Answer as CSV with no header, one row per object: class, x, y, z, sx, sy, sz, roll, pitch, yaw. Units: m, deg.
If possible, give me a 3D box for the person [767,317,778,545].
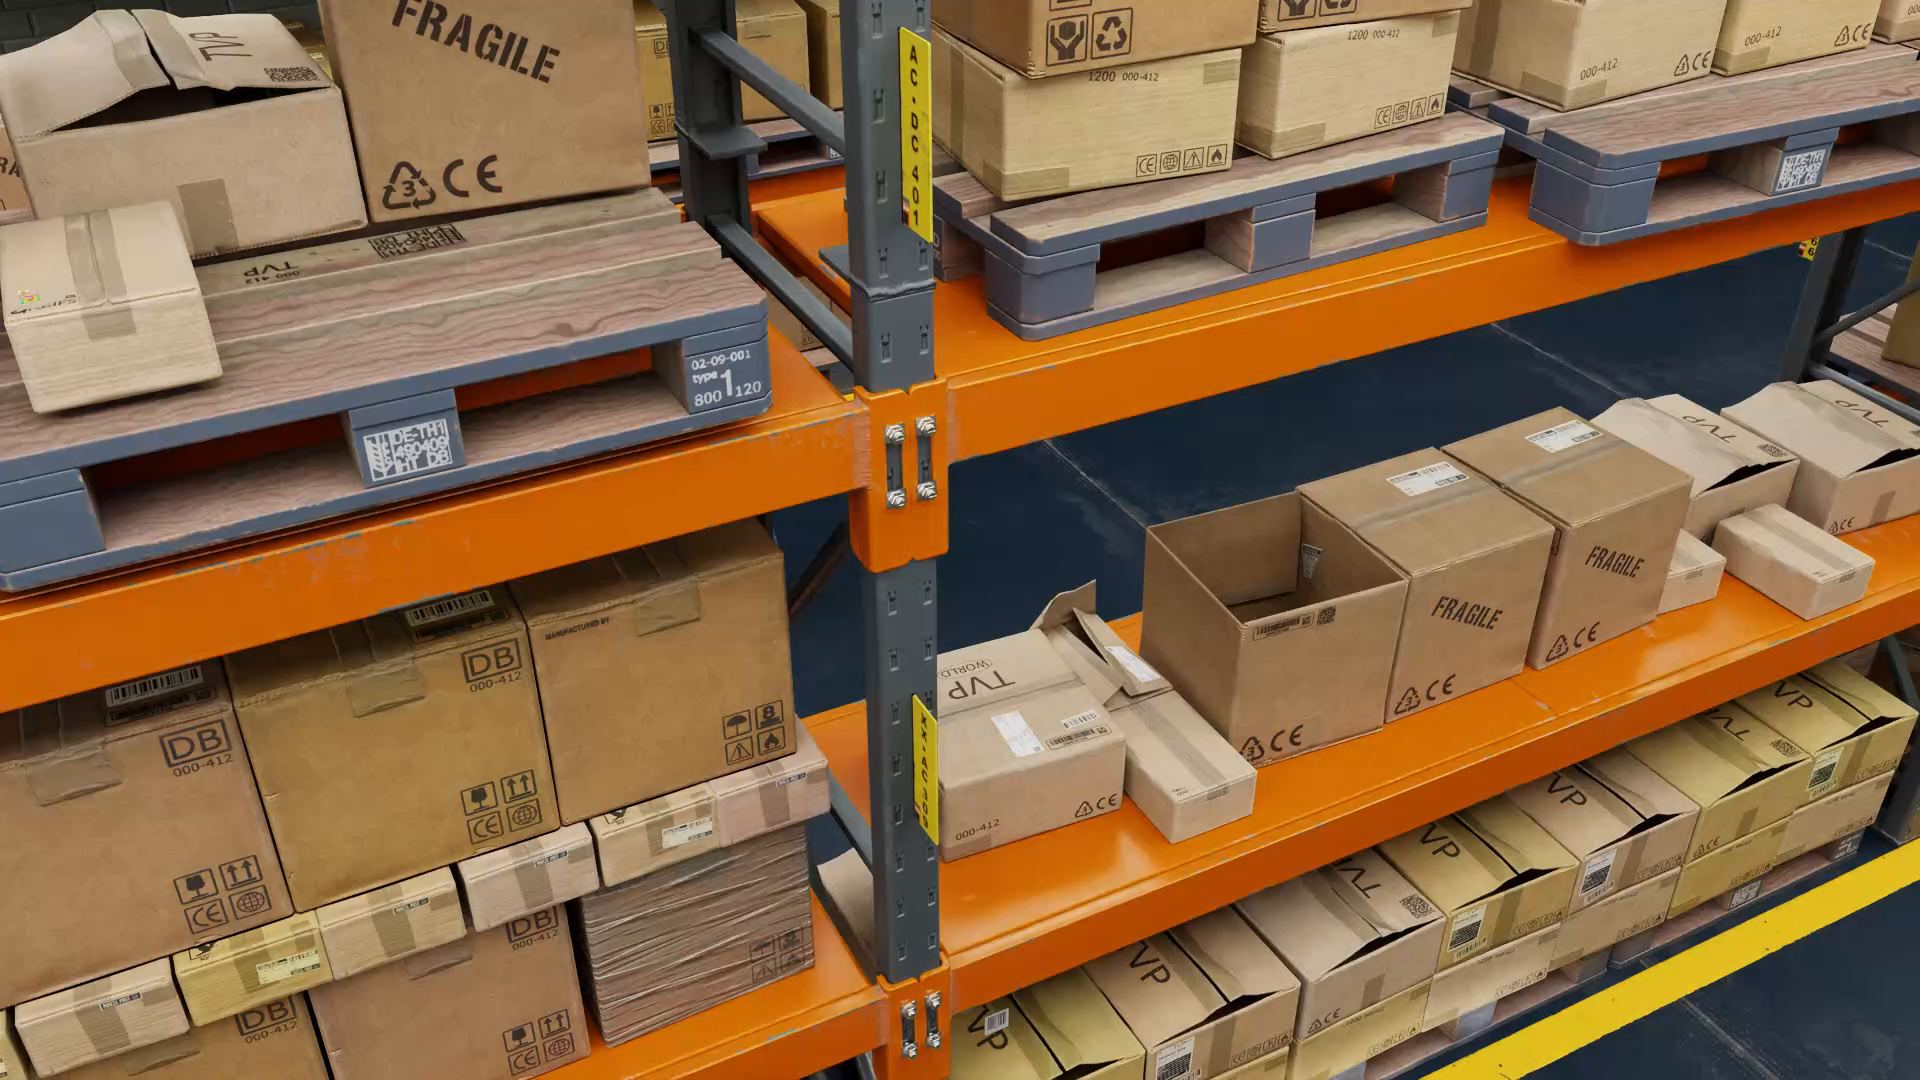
person,-0.999,-0.399,6.739,0.627,1.761,0.460,-15,36,-22
